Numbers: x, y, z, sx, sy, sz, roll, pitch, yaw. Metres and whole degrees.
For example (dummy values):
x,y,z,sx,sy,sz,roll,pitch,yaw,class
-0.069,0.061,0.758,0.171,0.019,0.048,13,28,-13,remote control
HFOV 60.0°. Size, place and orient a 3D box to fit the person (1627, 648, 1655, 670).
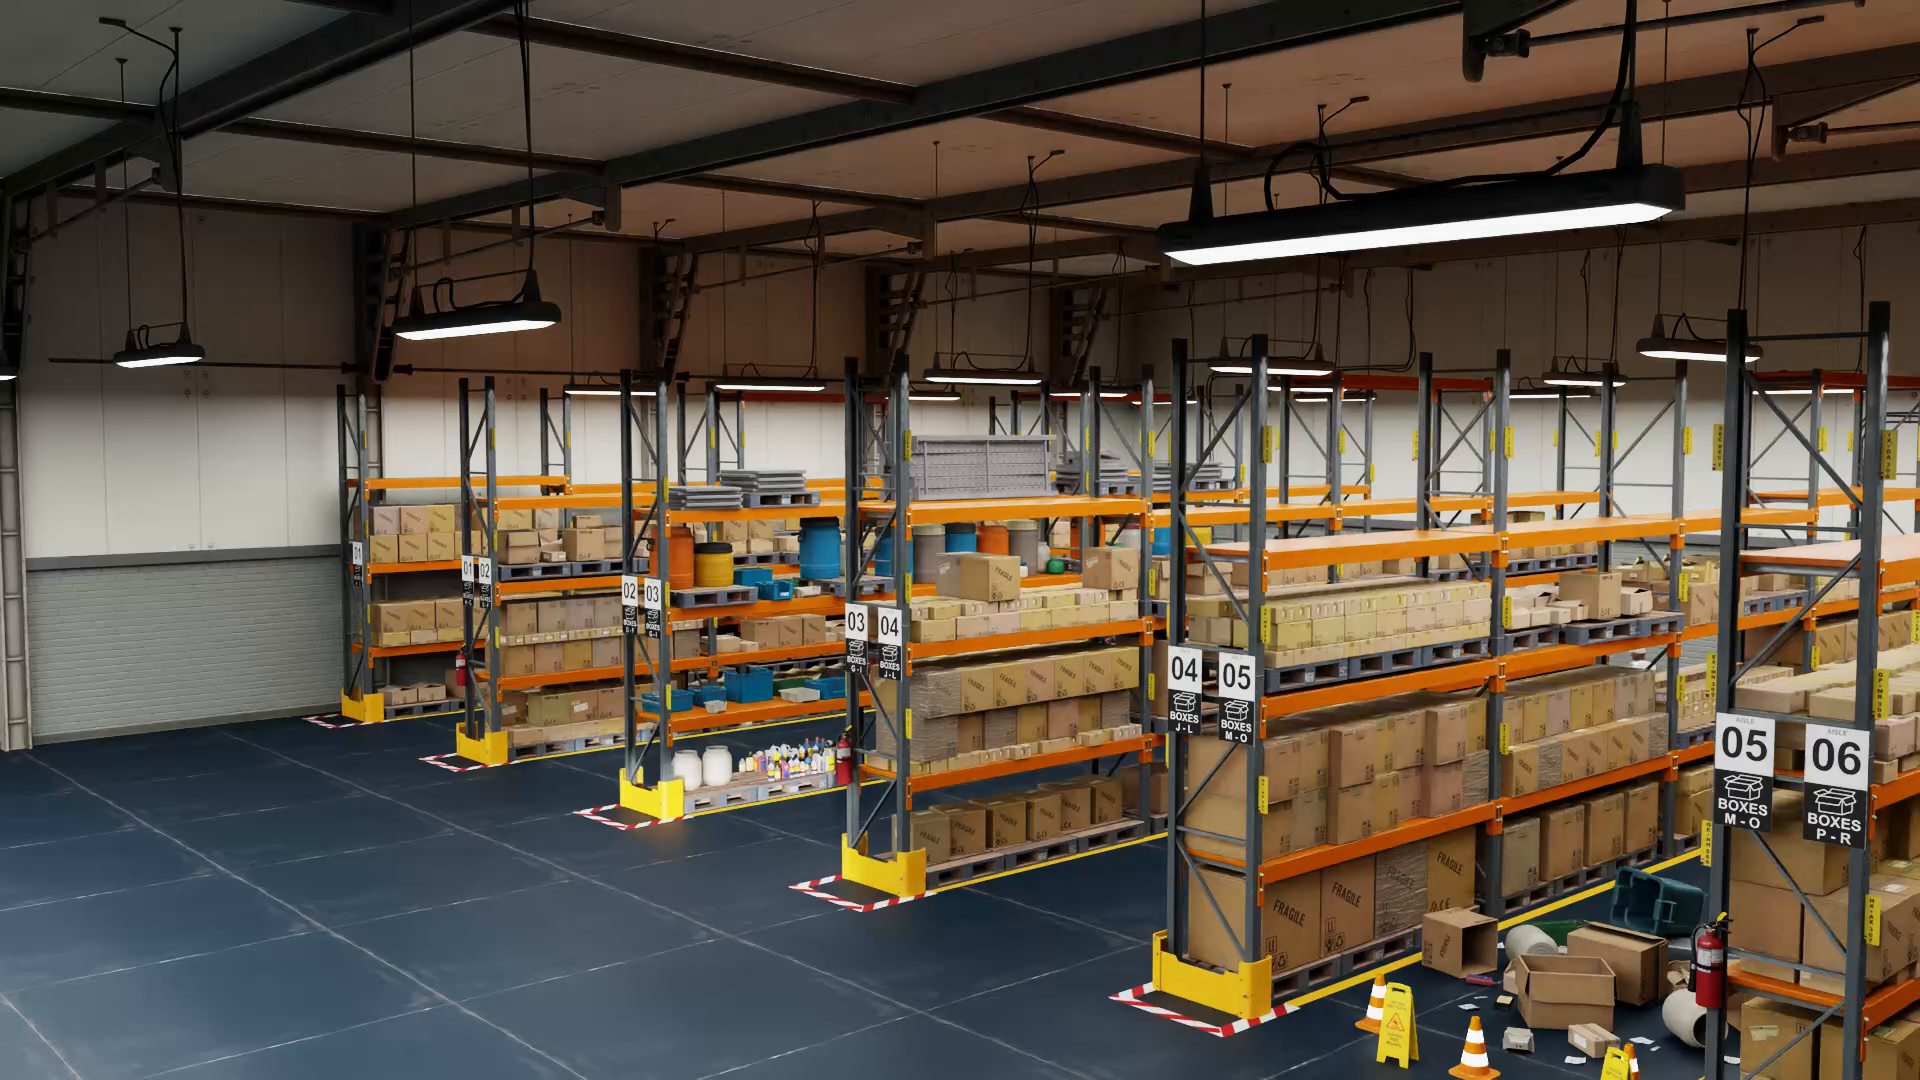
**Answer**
x,y,z,sx,sy,sz,roll,pitch,yaw,class
10.743,2.531,26.400,0.562,1.793,0.411,-1,4,-20,person
